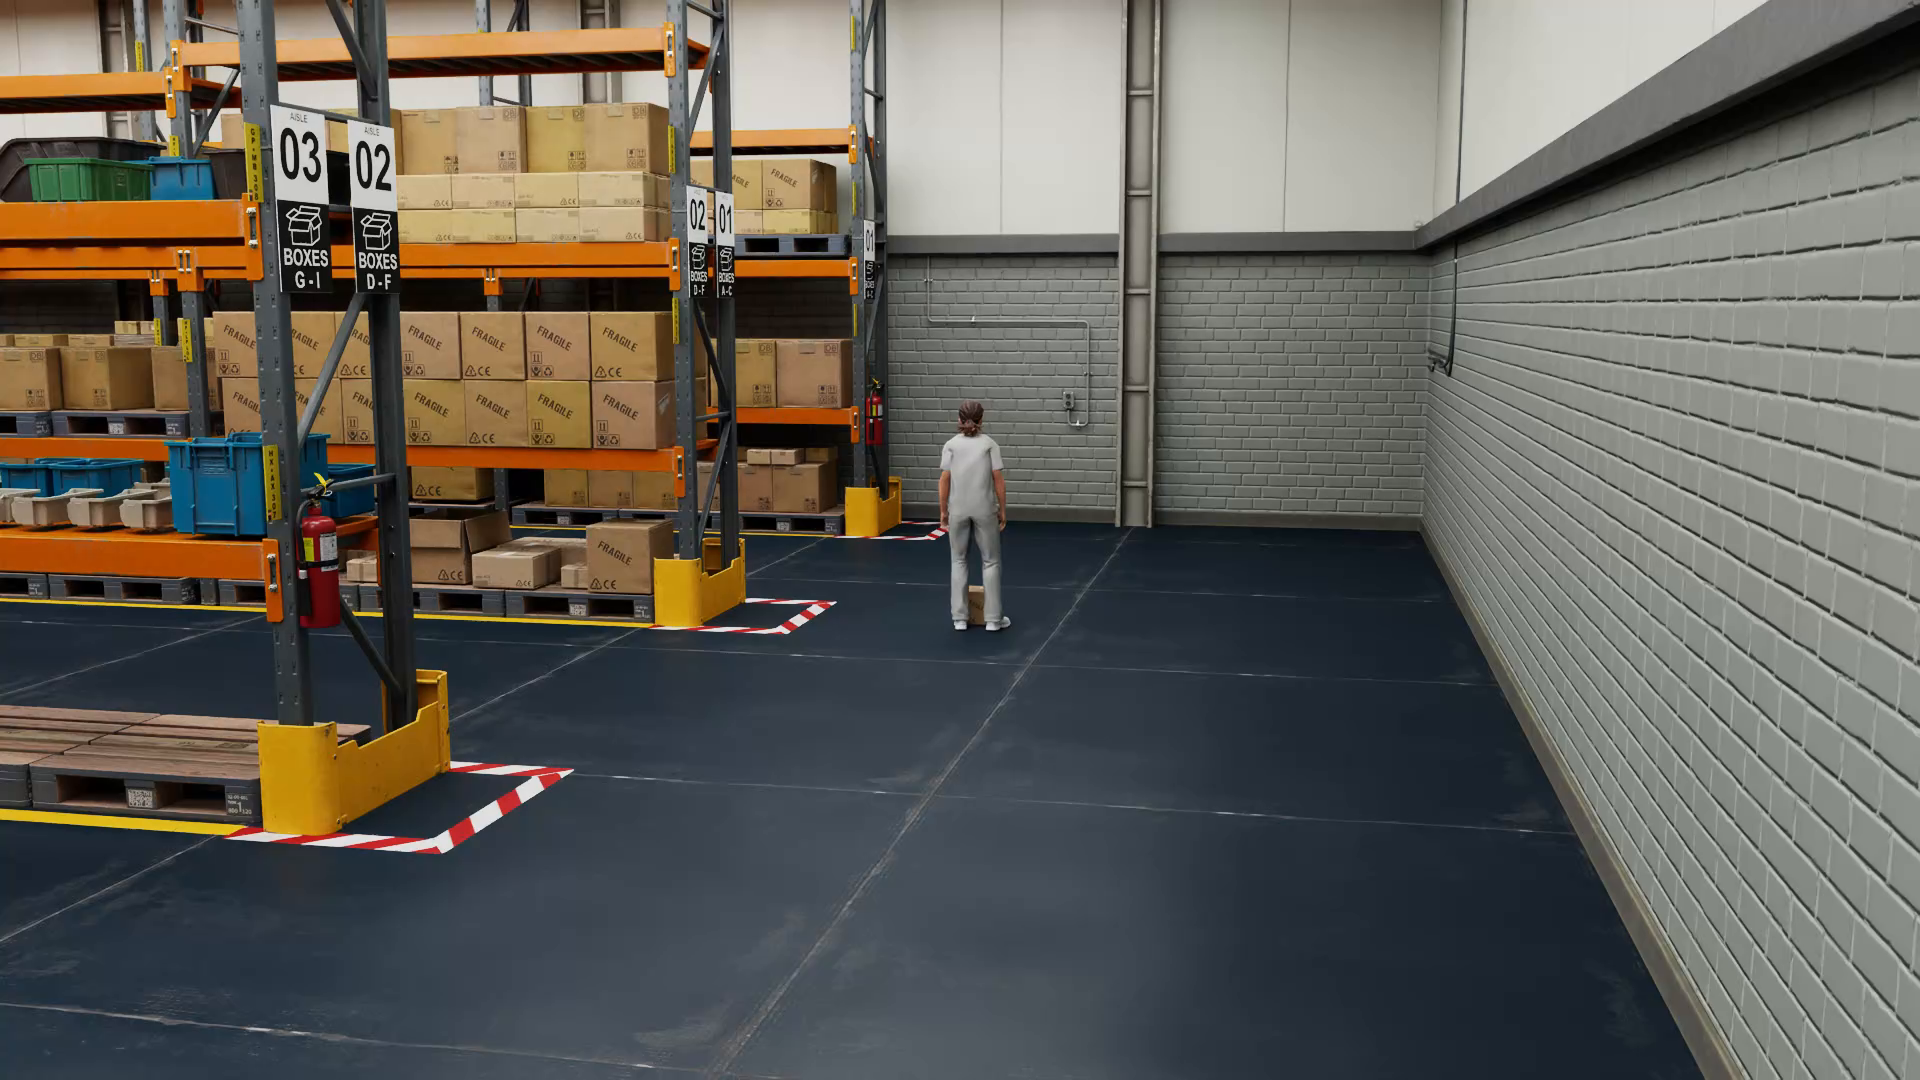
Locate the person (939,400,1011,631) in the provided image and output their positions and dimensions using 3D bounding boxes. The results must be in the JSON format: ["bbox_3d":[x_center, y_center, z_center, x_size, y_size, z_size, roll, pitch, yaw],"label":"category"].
[{"bbox_3d":[0.103,-0.170,12.106,0.513,1.651,0.363,1,8,8],"label":"person"}]
